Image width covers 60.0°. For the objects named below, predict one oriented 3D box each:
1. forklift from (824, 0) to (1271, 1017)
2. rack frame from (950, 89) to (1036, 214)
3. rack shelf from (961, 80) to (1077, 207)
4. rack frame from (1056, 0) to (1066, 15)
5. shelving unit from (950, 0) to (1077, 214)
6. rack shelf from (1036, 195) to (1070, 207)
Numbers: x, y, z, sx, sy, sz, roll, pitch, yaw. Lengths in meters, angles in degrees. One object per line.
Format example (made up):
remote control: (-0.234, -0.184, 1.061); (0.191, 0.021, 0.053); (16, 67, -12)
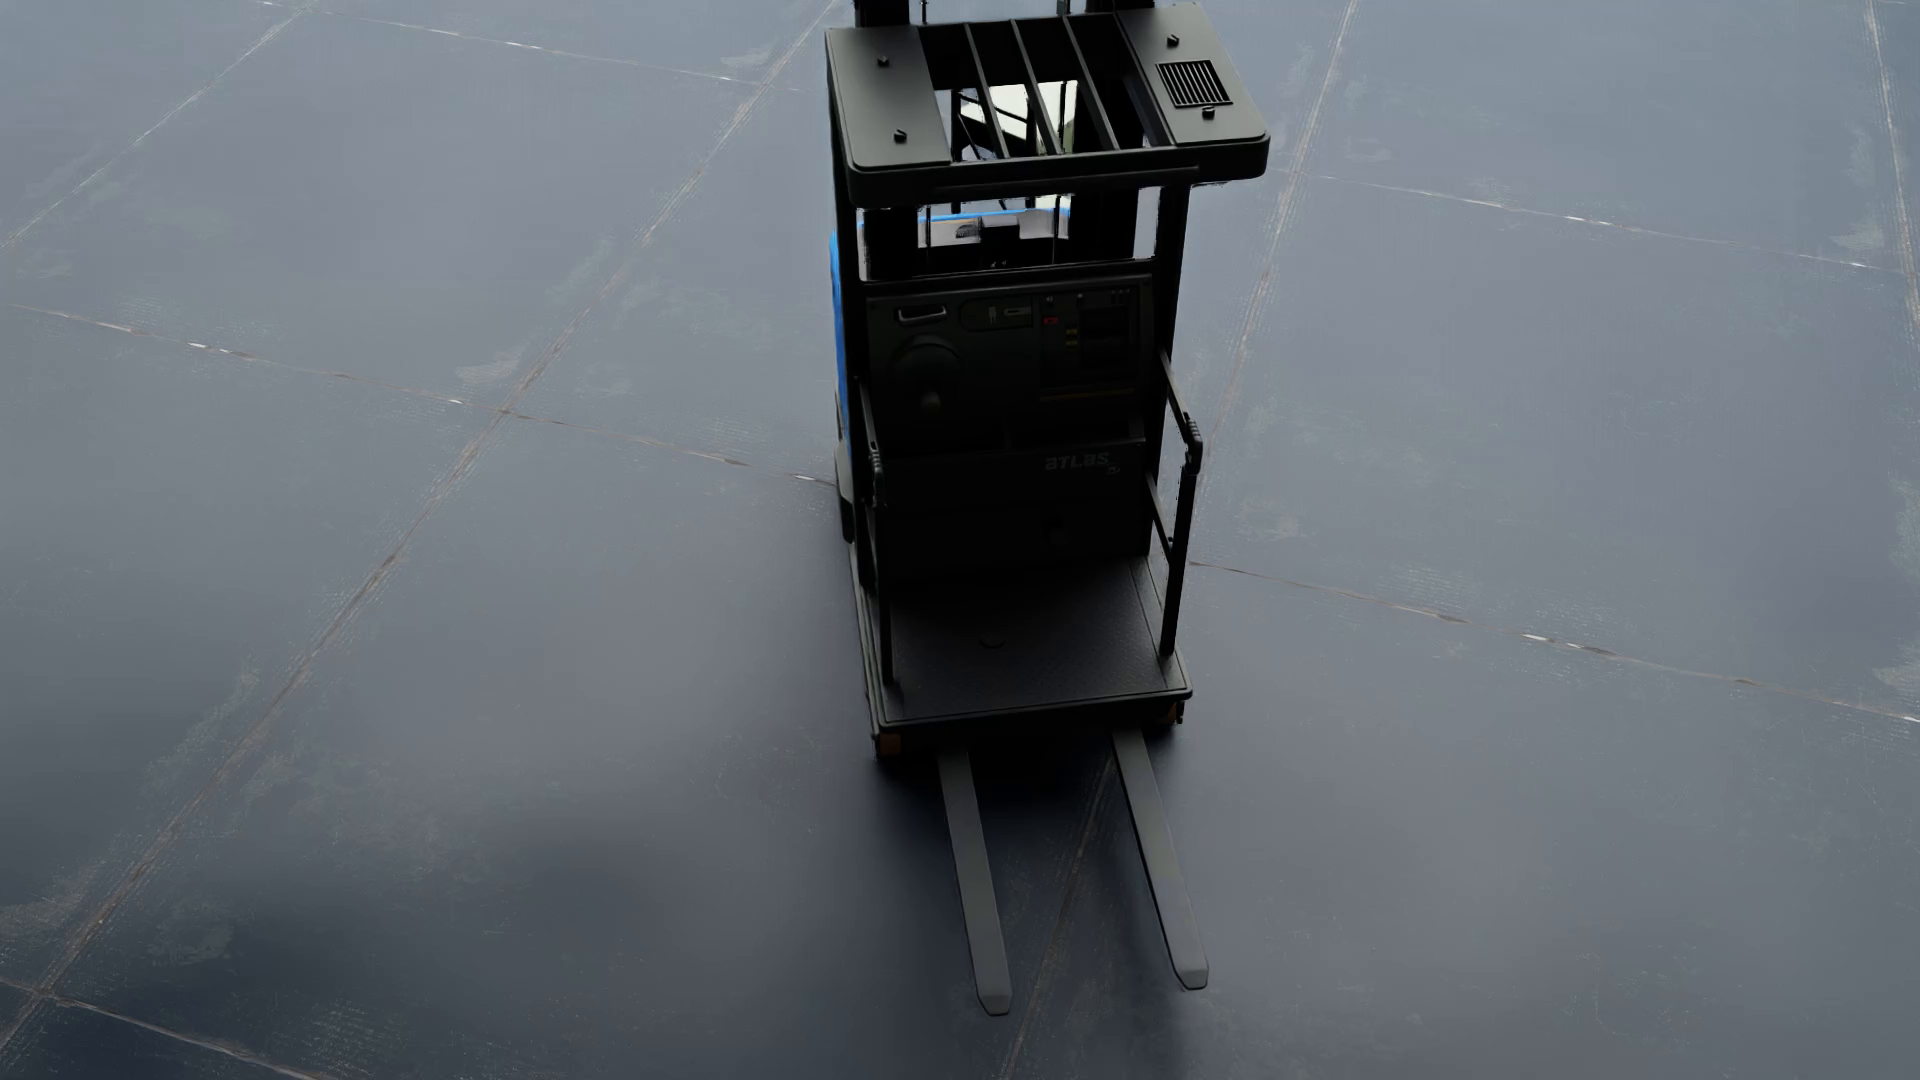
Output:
forklift: (0.199, -0.545, 5.211); (1.130, 2.935, 3.031); (-6, 45, -6)
rack frame: (0.128, -1.223, 6.928); (0.400, 1.500, 0.023); (28, 51, 25)
rack shelf: (0.348, -1.707, 6.864); (0.431, 0.370, 0.720); (28, 51, 25)
rack frame: (0.569, -1.632, 7.345); (0.400, 1.500, 0.023); (28, 51, 25)
shelving unit: (0.348, -1.428, 7.137); (0.431, 1.500, 0.755); (28, 51, 25)
rack shelf: (0.348, -1.195, 7.365); (0.431, 0.370, 0.720); (28, 51, 25)
